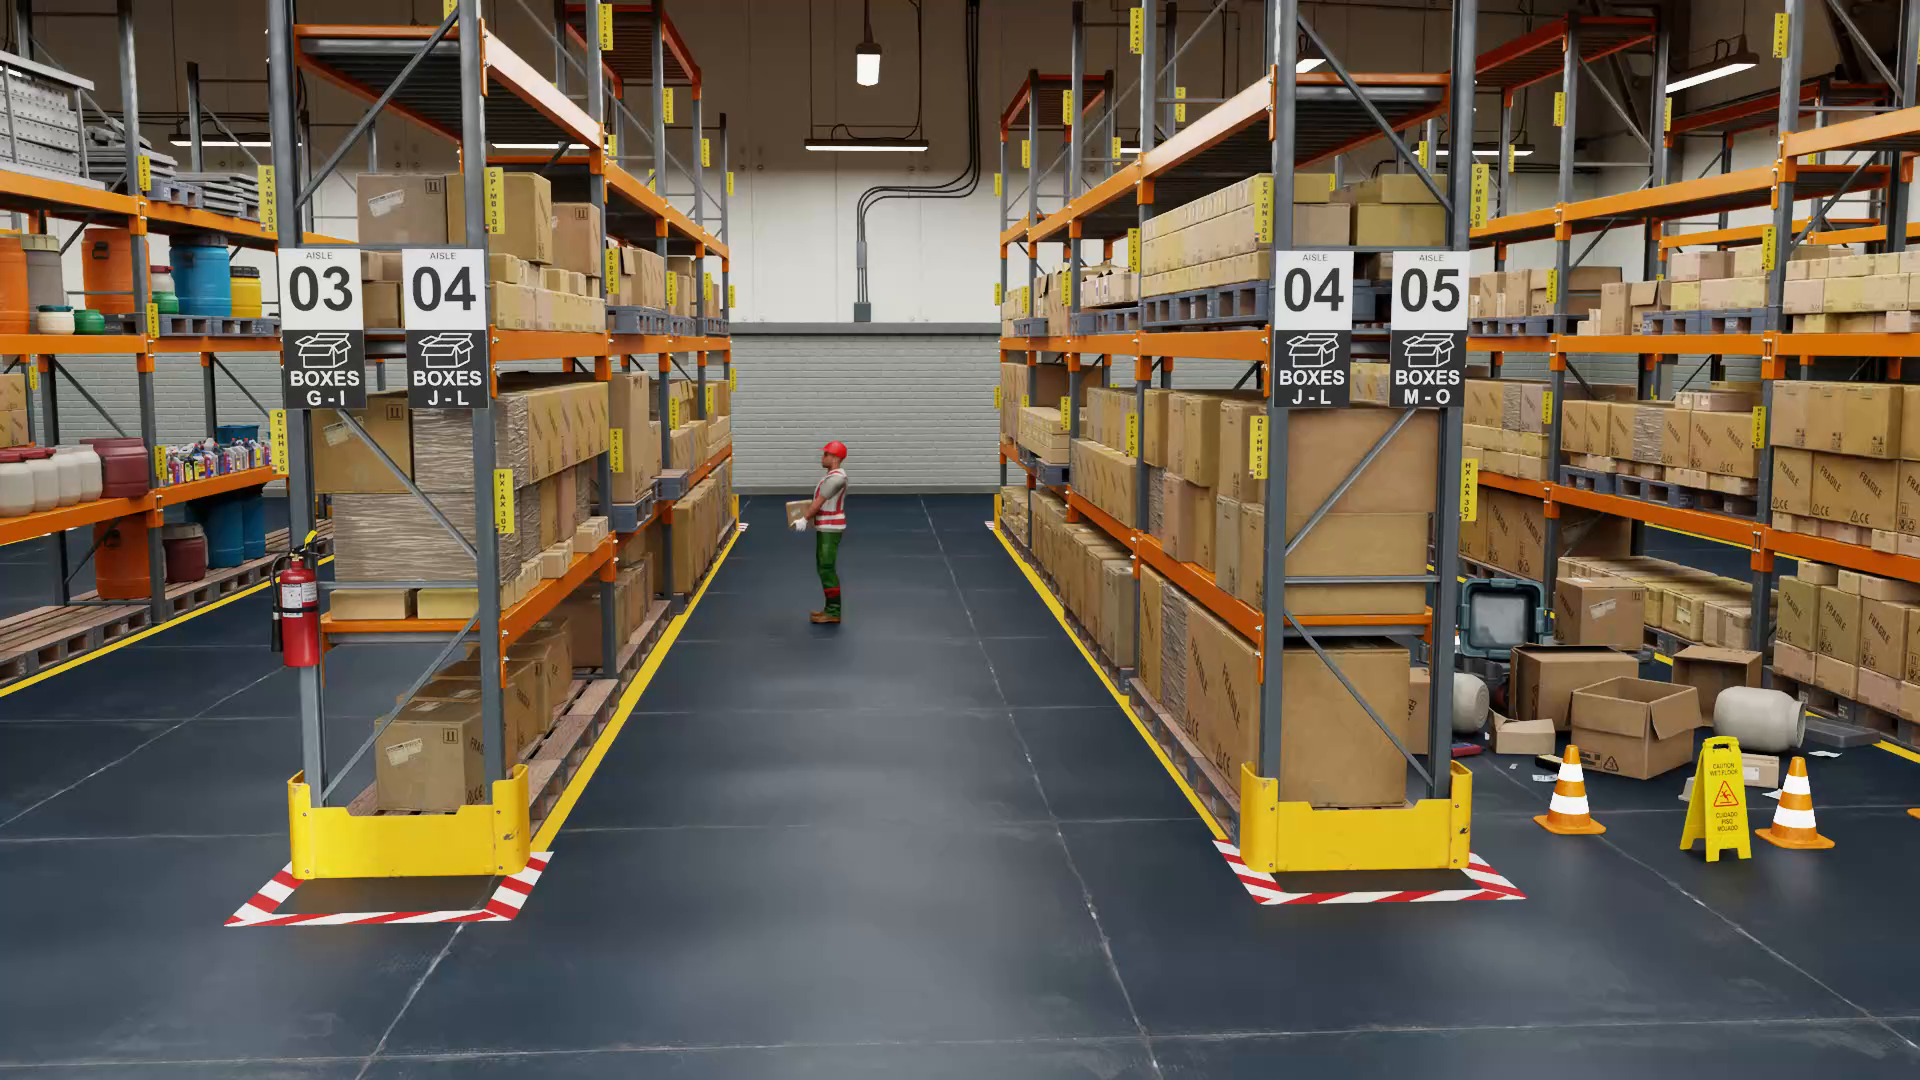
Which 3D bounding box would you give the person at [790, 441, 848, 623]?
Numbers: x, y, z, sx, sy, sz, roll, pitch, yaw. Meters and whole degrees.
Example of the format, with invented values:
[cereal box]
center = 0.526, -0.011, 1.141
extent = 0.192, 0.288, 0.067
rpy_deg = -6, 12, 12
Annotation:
[person]
center = -1.385, -0.084, 16.368
extent = 0.560, 1.782, 0.494
rpy_deg = 0, 7, -3
